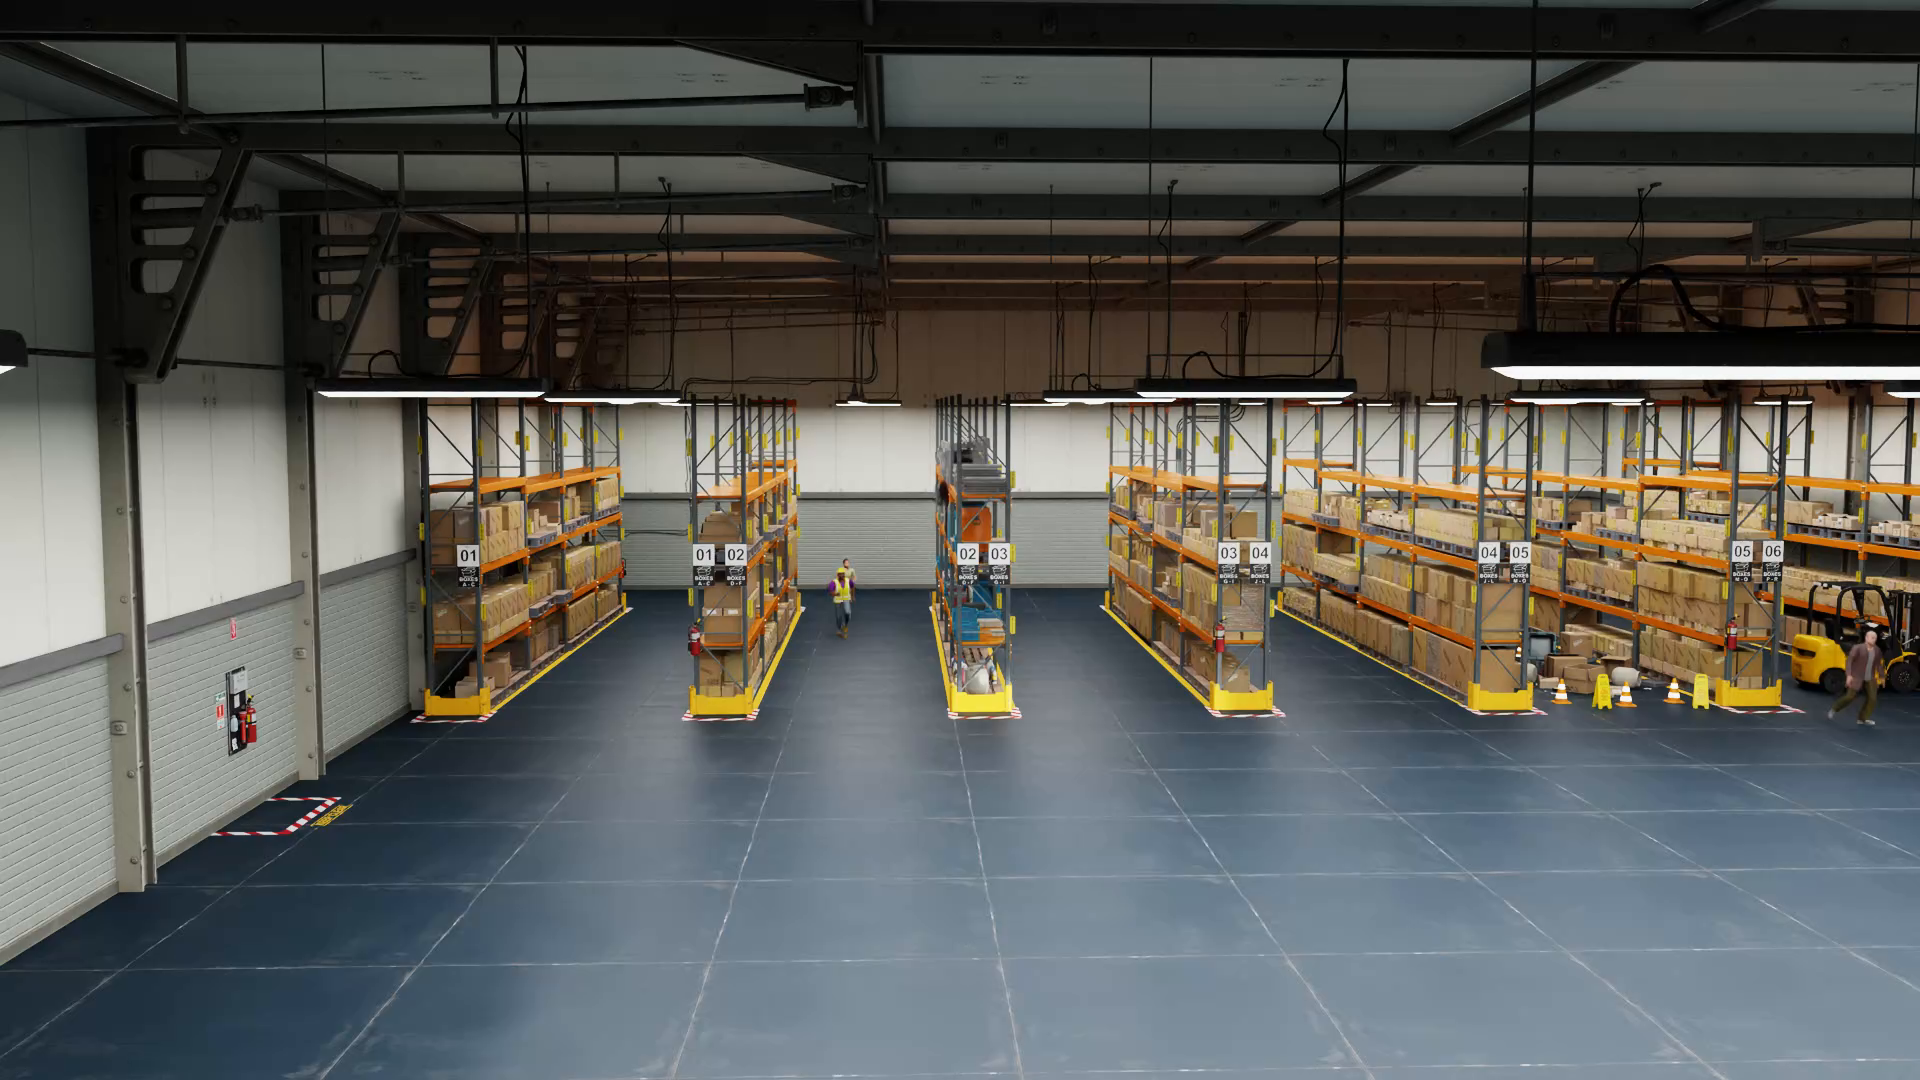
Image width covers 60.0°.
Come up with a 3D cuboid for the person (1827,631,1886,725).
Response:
[{"bbox_3d":[16.320,2.482,30.235,0.821,1.718,0.741,0,5,-5],"label":"person"}]

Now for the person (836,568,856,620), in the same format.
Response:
[{"bbox_3d":[-3.109,1.453,45.446,0.549,1.398,0.699,-1,5,-12],"label":"person"}]

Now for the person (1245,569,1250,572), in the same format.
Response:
[{"bbox_3d":[7.954,1.277,45.946,0.711,1.728,0.890,0,5,-3],"label":"person"}]

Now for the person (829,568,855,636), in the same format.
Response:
[{"bbox_3d":[-2.933,1.550,41.360,0.665,1.726,0.831,-1,5,-7],"label":"person"}]
